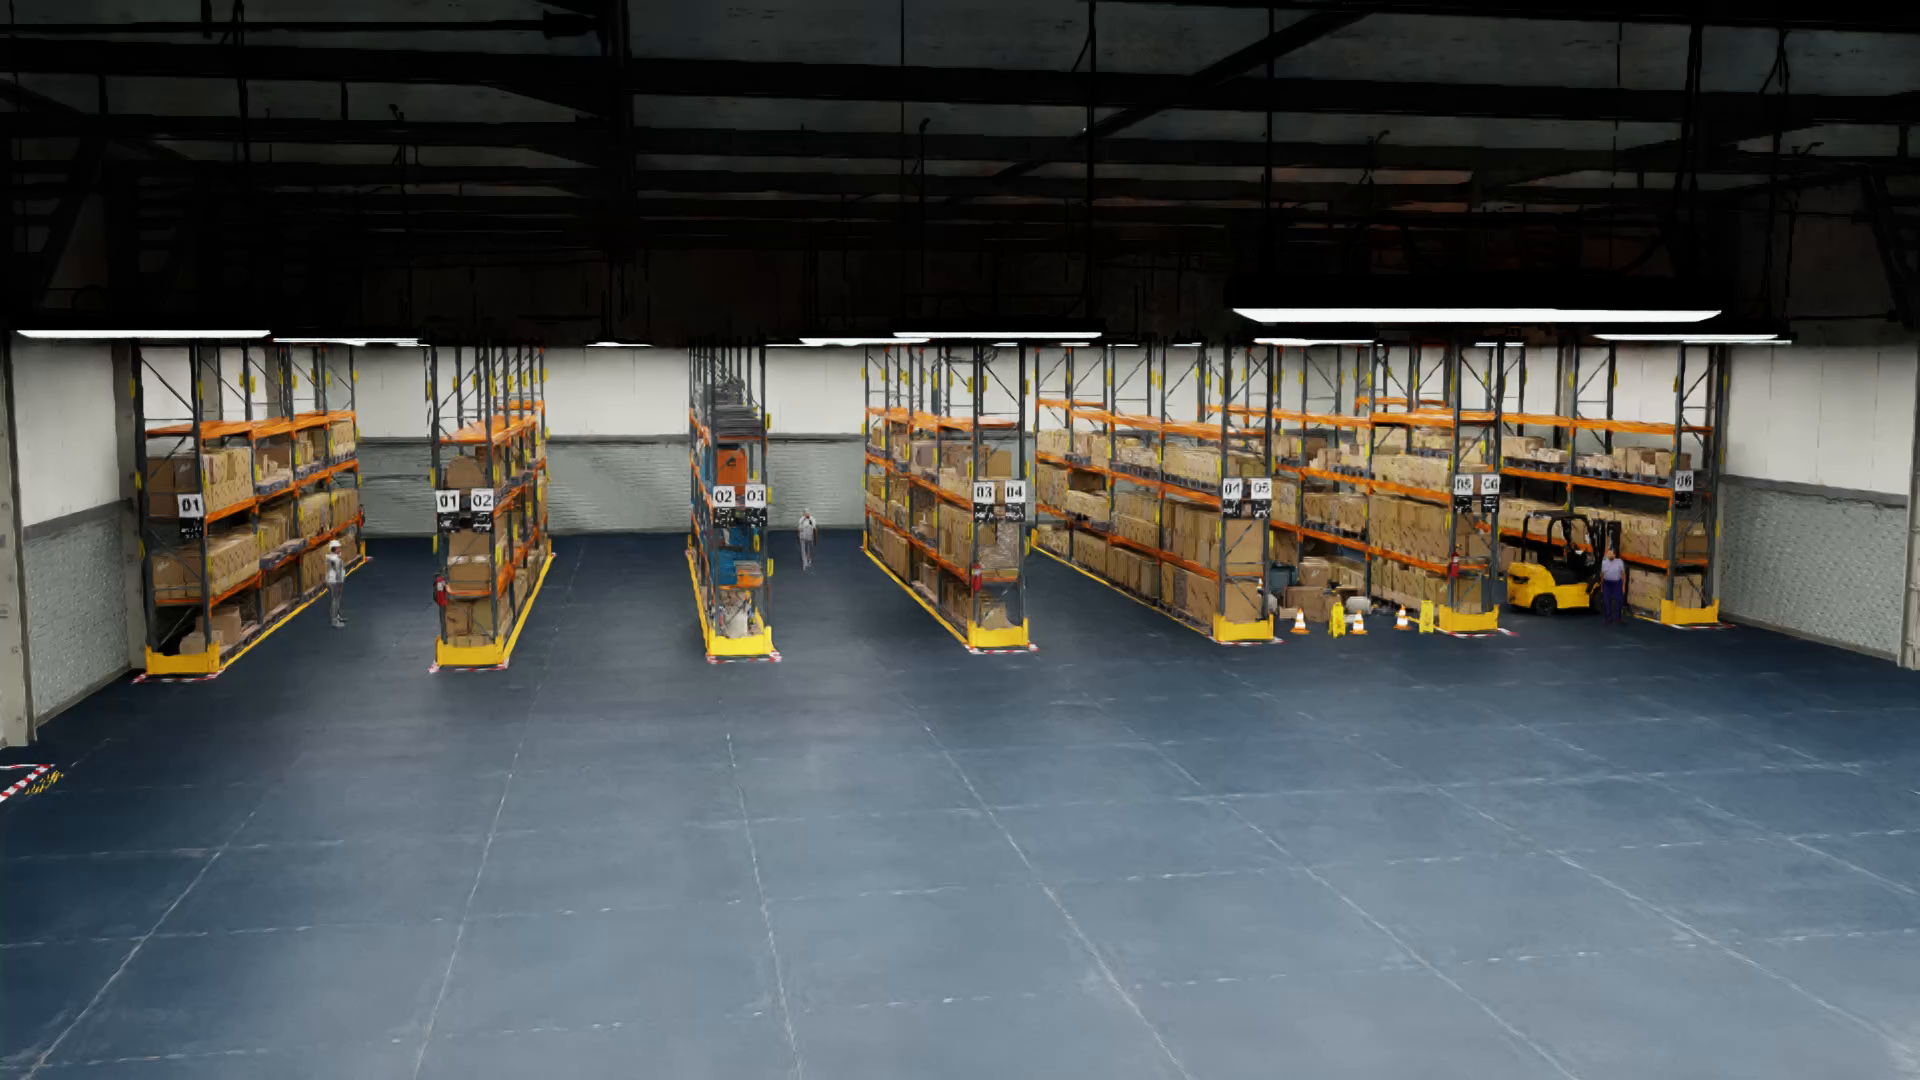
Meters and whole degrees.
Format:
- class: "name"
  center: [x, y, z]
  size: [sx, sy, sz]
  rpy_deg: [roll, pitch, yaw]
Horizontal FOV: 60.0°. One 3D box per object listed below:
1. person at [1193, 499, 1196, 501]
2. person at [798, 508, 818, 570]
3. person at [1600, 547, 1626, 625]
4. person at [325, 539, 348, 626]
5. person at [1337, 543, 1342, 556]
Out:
- class: "person"
  center: [7.360, -1.017, 51.214]
  size: [0.714, 1.783, 0.567]
  rpy_deg: [-5, 8, -39]
- class: "person"
  center: [-3.967, -0.045, 43.377]
  size: [0.493, 1.605, 1.000]
  rpy_deg: [-1, 7, -11]
- class: "person"
  center: [13.660, 0.945, 34.740]
  size: [0.541, 1.636, 0.555]
  rpy_deg: [3, 7, 27]
- class: "person"
  center: [-12.921, 0.873, 34.529]
  size: [0.463, 1.782, 0.598]
  rpy_deg: [-5, 8, -36]
- class: "person"
  center: [10.094, -0.304, 44.843]
  size: [0.502, 1.764, 0.624]
  rpy_deg: [2, 7, 19]
